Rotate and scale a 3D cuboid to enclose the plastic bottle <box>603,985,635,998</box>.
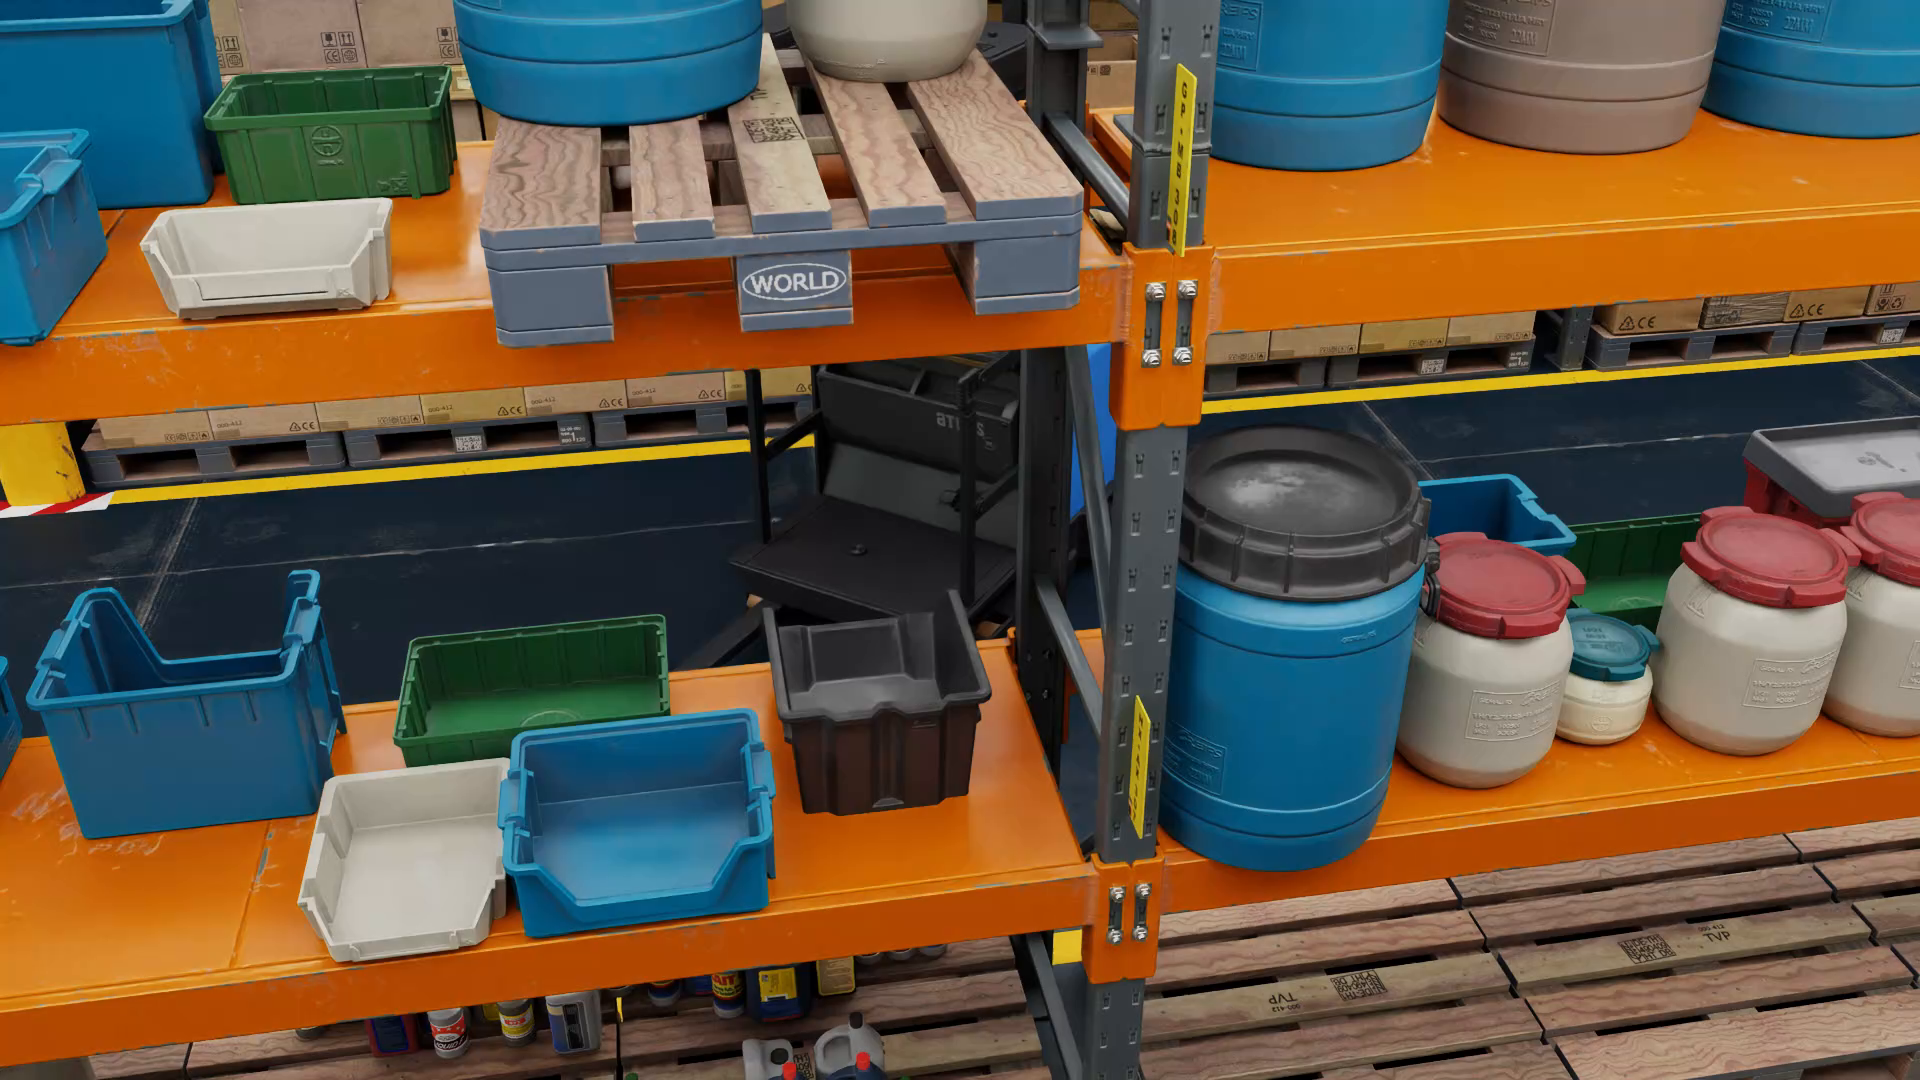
[{"bbox_3d":[-1.031,1.261,4.973,0.097,0.201,0.097,0,30,0],"label":"plastic bottle"}]

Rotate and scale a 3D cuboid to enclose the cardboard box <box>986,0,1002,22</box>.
[{"bbox_3d":[0.186,-4.195,13.218,0.500,0.250,0.500,-6,31,-10],"label":"cardboard box"}]

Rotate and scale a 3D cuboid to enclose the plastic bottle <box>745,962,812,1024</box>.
[{"bbox_3d":[-0.537,1.237,4.866,0.185,0.351,0.144,-5,31,-9],"label":"plastic bottle"}]

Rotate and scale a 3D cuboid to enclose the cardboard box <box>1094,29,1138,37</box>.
[{"bbox_3d":[1.230,-3.990,13.608,0.500,0.500,0.700,-5,31,-9],"label":"cardboard box"}]

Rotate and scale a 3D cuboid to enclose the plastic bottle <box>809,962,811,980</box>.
[{"bbox_3d":[-0.399,1.184,5.029,0.135,0.276,0.152,-4,31,-7],"label":"plastic bottle"}]

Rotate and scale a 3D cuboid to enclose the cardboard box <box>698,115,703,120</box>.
[{"bbox_3d":[-1.535,-2.072,8.215,0.500,0.500,0.700,-6,31,-9],"label":"cardboard box"}]

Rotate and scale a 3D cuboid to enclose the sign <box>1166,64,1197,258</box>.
[{"bbox_3d":[0.394,-0.675,2.971,0.005,0.325,0.100,-5,31,-9],"label":"sign"}]

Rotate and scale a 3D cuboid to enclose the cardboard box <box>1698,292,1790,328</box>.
[{"bbox_3d":[4.365,-1.551,9.460,0.500,0.500,0.500,-6,31,-11],"label":"cardboard box"}]

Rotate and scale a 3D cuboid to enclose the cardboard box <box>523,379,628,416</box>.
[{"bbox_3d":[-1.982,-0.874,8.576,0.500,0.250,0.500,-5,31,-9],"label":"cardboard box"}]

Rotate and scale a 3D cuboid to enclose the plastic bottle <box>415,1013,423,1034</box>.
[{"bbox_3d":[-1.648,1.300,4.832,0.135,0.276,0.152,-5,31,-9],"label":"plastic bottle"}]

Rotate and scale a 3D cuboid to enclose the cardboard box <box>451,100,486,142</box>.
[{"bbox_3d":[-2.533,-1.981,8.060,0.500,0.500,0.700,-4,31,-7],"label":"cardboard box"}]

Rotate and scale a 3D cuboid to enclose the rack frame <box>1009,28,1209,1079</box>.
[{"bbox_3d":[0.306,0.346,4.202,0.127,3.000,1.000,-5,31,-9],"label":"rack frame"}]

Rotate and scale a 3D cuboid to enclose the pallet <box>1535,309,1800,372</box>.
[{"bbox_3d":[4.093,-1.336,9.814,1.213,0.211,1.003,-5,31,-9],"label":"pallet"}]

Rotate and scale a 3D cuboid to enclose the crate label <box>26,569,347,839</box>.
[{"bbox_3d":[-1.867,0.393,4.087,0.616,0.435,0.502,-5,31,-9],"label":"crate label"}]

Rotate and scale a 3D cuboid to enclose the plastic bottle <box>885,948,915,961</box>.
[{"bbox_3d":[-0.186,1.183,5.106,0.097,0.201,0.097,0,30,0],"label":"plastic bottle"}]

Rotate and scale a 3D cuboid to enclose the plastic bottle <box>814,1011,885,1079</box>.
[{"bbox_3d":[-0.301,1.429,4.540,0.185,0.351,0.144,-5,31,-9],"label":"plastic bottle"}]

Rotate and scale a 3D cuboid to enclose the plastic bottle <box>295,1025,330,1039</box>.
[{"bbox_3d":[-1.901,1.342,4.835,0.097,0.201,0.097,0,30,0],"label":"plastic bottle"}]

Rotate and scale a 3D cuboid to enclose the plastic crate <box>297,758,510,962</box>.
[{"bbox_3d":[-1.246,0.734,3.802,0.437,0.136,0.530,-5,31,-9],"label":"plastic crate"}]

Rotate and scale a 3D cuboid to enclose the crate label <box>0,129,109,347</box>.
[{"bbox_3d":[-1.728,-0.524,2.869,0.408,0.251,0.502,-5,31,-9],"label":"crate label"}]

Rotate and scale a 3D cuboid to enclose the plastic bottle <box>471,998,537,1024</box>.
[{"bbox_3d":[-1.349,1.238,4.864,0.185,0.351,0.144,-4,31,-7],"label":"plastic bottle"}]

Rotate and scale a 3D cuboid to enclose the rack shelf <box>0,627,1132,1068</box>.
[{"bbox_3d":[-1.661,0.839,4.074,4.000,0.370,1.077,-5,31,-9],"label":"rack shelf"}]

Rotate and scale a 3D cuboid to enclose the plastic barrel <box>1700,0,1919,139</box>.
[{"bbox_3d":[2.054,-1.437,3.780,0.708,0.901,0.600,-5,31,-9],"label":"plastic barrel"}]

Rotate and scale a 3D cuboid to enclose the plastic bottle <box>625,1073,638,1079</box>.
[{"bbox_3d":[-0.826,1.528,4.437,0.133,0.283,0.061,-5,31,-9],"label":"plastic bottle"}]

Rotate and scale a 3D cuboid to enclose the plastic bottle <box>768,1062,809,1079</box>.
[{"bbox_3d":[-0.464,1.519,4.388,0.185,0.351,0.144,-7,31,-11],"label":"plastic bottle"}]

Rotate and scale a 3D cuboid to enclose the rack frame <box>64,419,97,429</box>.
[{"bbox_3d":[-4.517,-1.759,7.781,0.127,3.000,1.000,-5,31,-9],"label":"rack frame"}]

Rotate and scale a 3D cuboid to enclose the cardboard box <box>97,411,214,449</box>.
[{"bbox_3d":[-3.949,-0.692,8.266,0.500,0.250,0.500,-5,31,-9],"label":"cardboard box"}]

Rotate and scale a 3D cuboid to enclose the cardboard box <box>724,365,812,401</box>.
[{"bbox_3d":[-0.999,-0.968,8.736,0.500,0.250,0.500,-5,31,-9],"label":"cardboard box"}]

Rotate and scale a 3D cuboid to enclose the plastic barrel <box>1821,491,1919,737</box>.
[{"bbox_3d":[2.434,0.203,4.311,0.433,0.535,0.433,0,30,0],"label":"plastic barrel"}]

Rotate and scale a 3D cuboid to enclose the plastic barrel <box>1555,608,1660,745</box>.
[{"bbox_3d":[1.636,0.362,4.312,0.301,0.262,0.301,0,30,0],"label":"plastic barrel"}]

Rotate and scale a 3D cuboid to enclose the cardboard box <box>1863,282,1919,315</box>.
[{"bbox_3d":[5.372,-1.644,9.619,0.500,0.500,0.500,-6,31,-11],"label":"cardboard box"}]

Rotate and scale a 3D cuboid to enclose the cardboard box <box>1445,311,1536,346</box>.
[{"bbox_3d":[2.879,-1.315,9.325,0.500,0.250,0.500,-5,31,-8],"label":"cardboard box"}]

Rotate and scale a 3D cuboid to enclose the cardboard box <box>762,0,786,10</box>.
[{"bbox_3d":[-1.018,-2.682,7.974,0.500,0.500,0.700,-5,31,-9],"label":"cardboard box"}]

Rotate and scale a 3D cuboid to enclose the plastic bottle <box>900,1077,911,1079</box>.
[{"bbox_3d":[-0.108,1.536,4.424,0.133,0.283,0.061,-4,31,-6],"label":"plastic bottle"}]

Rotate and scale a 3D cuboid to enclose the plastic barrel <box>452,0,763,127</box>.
[{"bbox_3d":[-0.692,-1.306,3.144,0.708,0.901,0.600,-5,31,-9],"label":"plastic barrel"}]

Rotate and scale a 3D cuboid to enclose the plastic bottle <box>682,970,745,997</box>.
[{"bbox_3d":[-0.748,1.183,4.959,0.185,0.351,0.144,-7,31,-11],"label":"plastic bottle"}]

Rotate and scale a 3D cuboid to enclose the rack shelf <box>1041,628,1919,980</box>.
[{"bbox_3d":[2.273,0.474,4.695,4.000,0.370,1.077,-5,31,-9],"label":"rack shelf"}]

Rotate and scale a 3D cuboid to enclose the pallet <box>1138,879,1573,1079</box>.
[{"bbox_3d":[1.072,1.457,5.063,1.213,0.211,1.003,-5,31,-9],"label":"pallet"}]

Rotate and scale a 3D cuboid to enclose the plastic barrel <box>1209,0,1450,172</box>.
[{"bbox_3d":[0.767,-1.317,3.577,0.708,0.901,0.600,-5,31,-9],"label":"plastic barrel"}]

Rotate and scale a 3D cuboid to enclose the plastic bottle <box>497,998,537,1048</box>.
[{"bbox_3d":[-1.285,1.359,4.806,0.097,0.201,0.097,0,30,0],"label":"plastic bottle"}]

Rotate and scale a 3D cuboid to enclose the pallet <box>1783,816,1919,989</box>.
[{"bbox_3d":[3.472,1.235,5.442,1.213,0.211,1.003,-5,31,-9],"label":"pallet"}]

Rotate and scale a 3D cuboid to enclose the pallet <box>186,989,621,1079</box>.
[{"bbox_3d":[-1.565,1.702,4.647,1.213,0.211,1.003,-5,31,-9],"label":"pallet"}]

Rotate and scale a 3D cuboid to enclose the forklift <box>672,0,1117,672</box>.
[{"bbox_3d":[-0.268,-0.942,6.460,1.130,2.935,3.031,16,34,25],"label":"forklift"}]

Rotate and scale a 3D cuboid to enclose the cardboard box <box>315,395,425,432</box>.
[{"bbox_3d":[-2.966,-0.785,8.424,0.500,0.250,0.500,-5,31,-9],"label":"cardboard box"}]

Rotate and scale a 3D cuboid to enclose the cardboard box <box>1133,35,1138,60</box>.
[{"bbox_3d":[1.187,-2.323,8.642,0.500,0.500,0.500,-5,31,-9],"label":"cardboard box"}]

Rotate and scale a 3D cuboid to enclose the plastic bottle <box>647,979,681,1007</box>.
[{"bbox_3d":[-0.886,1.249,4.924,0.097,0.271,0.097,0,30,0],"label":"plastic bottle"}]

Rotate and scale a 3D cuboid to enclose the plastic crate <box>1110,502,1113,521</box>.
[{"bbox_3d":[0.727,0.122,4.520,0.583,0.464,0.402,-5,31,-9],"label":"plastic crate"}]

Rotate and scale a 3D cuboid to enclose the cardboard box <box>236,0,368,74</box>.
[{"bbox_3d":[-2.991,-2.499,7.662,0.500,0.500,0.700,-5,31,-9],"label":"cardboard box"}]

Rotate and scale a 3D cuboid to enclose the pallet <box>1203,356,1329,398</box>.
[{"bbox_3d":[1.338,-1.122,9.449,1.213,0.211,1.003,-5,31,-9],"label":"pallet"}]

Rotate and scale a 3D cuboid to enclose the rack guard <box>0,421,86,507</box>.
[{"bbox_3d":[-4.541,-0.679,8.411,0.348,0.500,1.175,-5,31,-9],"label":"rack guard"}]

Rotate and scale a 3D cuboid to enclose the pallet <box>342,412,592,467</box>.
[{"bbox_3d":[-2.575,-0.757,8.829,1.213,0.211,1.003,-5,31,-9],"label":"pallet"}]

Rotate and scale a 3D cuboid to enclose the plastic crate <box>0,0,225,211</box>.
[{"bbox_3d":[-1.807,-0.899,3.376,0.575,0.384,0.392,-5,31,-9],"label":"plastic crate"}]

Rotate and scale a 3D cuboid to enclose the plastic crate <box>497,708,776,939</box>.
[{"bbox_3d":[-0.734,0.647,3.837,0.616,0.251,0.499,-5,31,-9],"label":"plastic crate"}]

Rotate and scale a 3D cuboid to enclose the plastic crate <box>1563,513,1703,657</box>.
[{"bbox_3d":[1.968,0.138,4.765,0.662,0.188,0.450,-5,31,-9],"label":"plastic crate"}]

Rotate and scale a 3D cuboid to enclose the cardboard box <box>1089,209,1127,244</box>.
[{"bbox_3d":[0.766,-1.636,9.318,0.500,0.311,0.500,-5,31,-9],"label":"cardboard box"}]

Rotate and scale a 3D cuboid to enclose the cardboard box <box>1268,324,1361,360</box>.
[{"bbox_3d":[1.877,-1.222,9.167,0.500,0.250,0.500,-5,31,-8],"label":"cardboard box"}]

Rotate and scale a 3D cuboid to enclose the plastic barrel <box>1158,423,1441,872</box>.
[{"bbox_3d":[0.741,0.246,3.878,0.708,0.901,0.600,-5,31,-9],"label":"plastic barrel"}]

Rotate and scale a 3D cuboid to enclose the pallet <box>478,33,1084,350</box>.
[{"bbox_3d":[-0.386,-0.751,3.294,1.003,0.211,1.213,-5,31,-9],"label":"pallet"}]
